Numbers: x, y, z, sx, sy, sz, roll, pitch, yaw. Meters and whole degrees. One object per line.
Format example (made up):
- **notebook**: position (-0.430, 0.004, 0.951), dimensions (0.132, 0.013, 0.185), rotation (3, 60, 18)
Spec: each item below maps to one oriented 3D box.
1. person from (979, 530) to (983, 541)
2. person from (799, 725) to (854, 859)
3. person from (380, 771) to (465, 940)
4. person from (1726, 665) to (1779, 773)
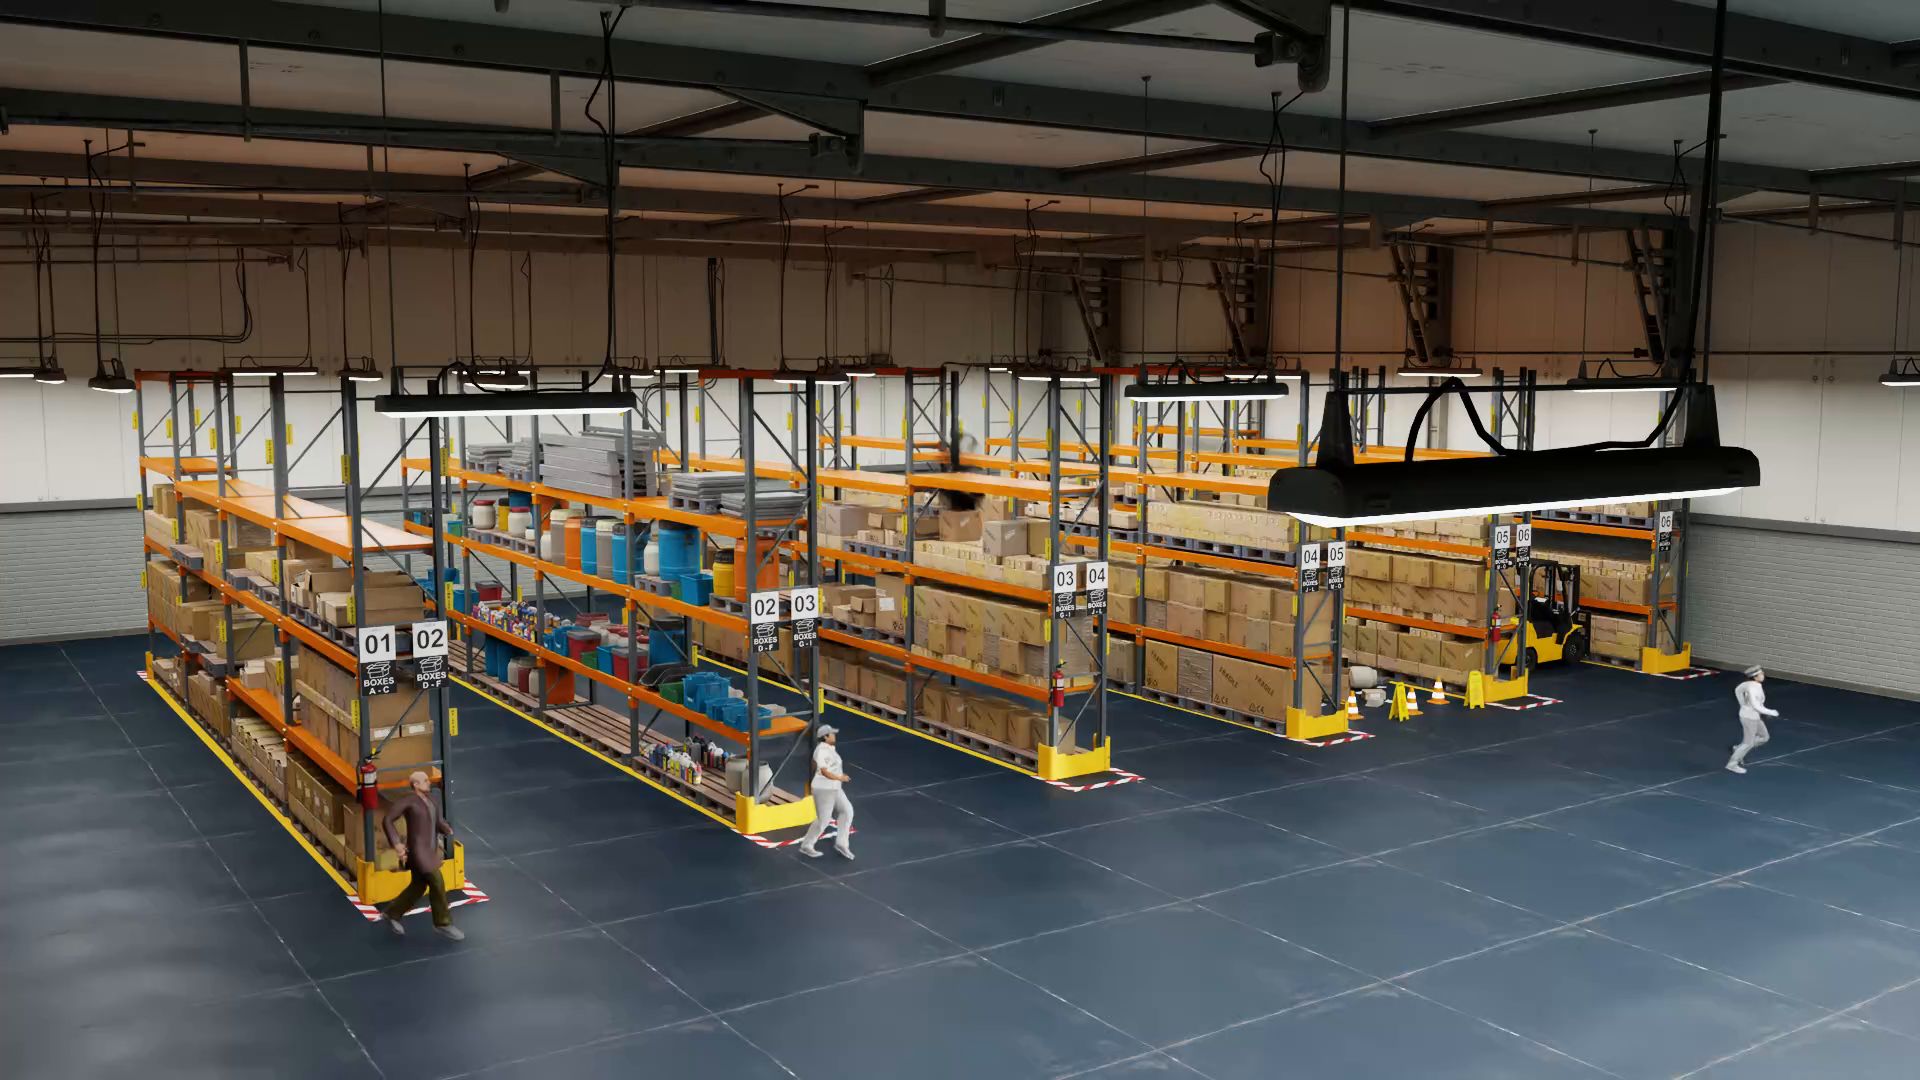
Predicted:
- **person**: position (0.690, 0.437, 44.883), dimensions (0.604, 1.687, 0.715), rotation (0, 6, -1)
- **person**: position (-1.658, 3.170, 20.909), dimensions (0.689, 1.671, 0.630), rotation (1, 6, 6)
- **person**: position (-5.796, 3.405, 18.100), dimensions (0.941, 1.770, 0.715), rotation (1, 6, 7)
- **person**: position (11.963, 2.685, 25.092), dimensions (0.679, 1.658, 0.639), rotation (2, 7, 20)
